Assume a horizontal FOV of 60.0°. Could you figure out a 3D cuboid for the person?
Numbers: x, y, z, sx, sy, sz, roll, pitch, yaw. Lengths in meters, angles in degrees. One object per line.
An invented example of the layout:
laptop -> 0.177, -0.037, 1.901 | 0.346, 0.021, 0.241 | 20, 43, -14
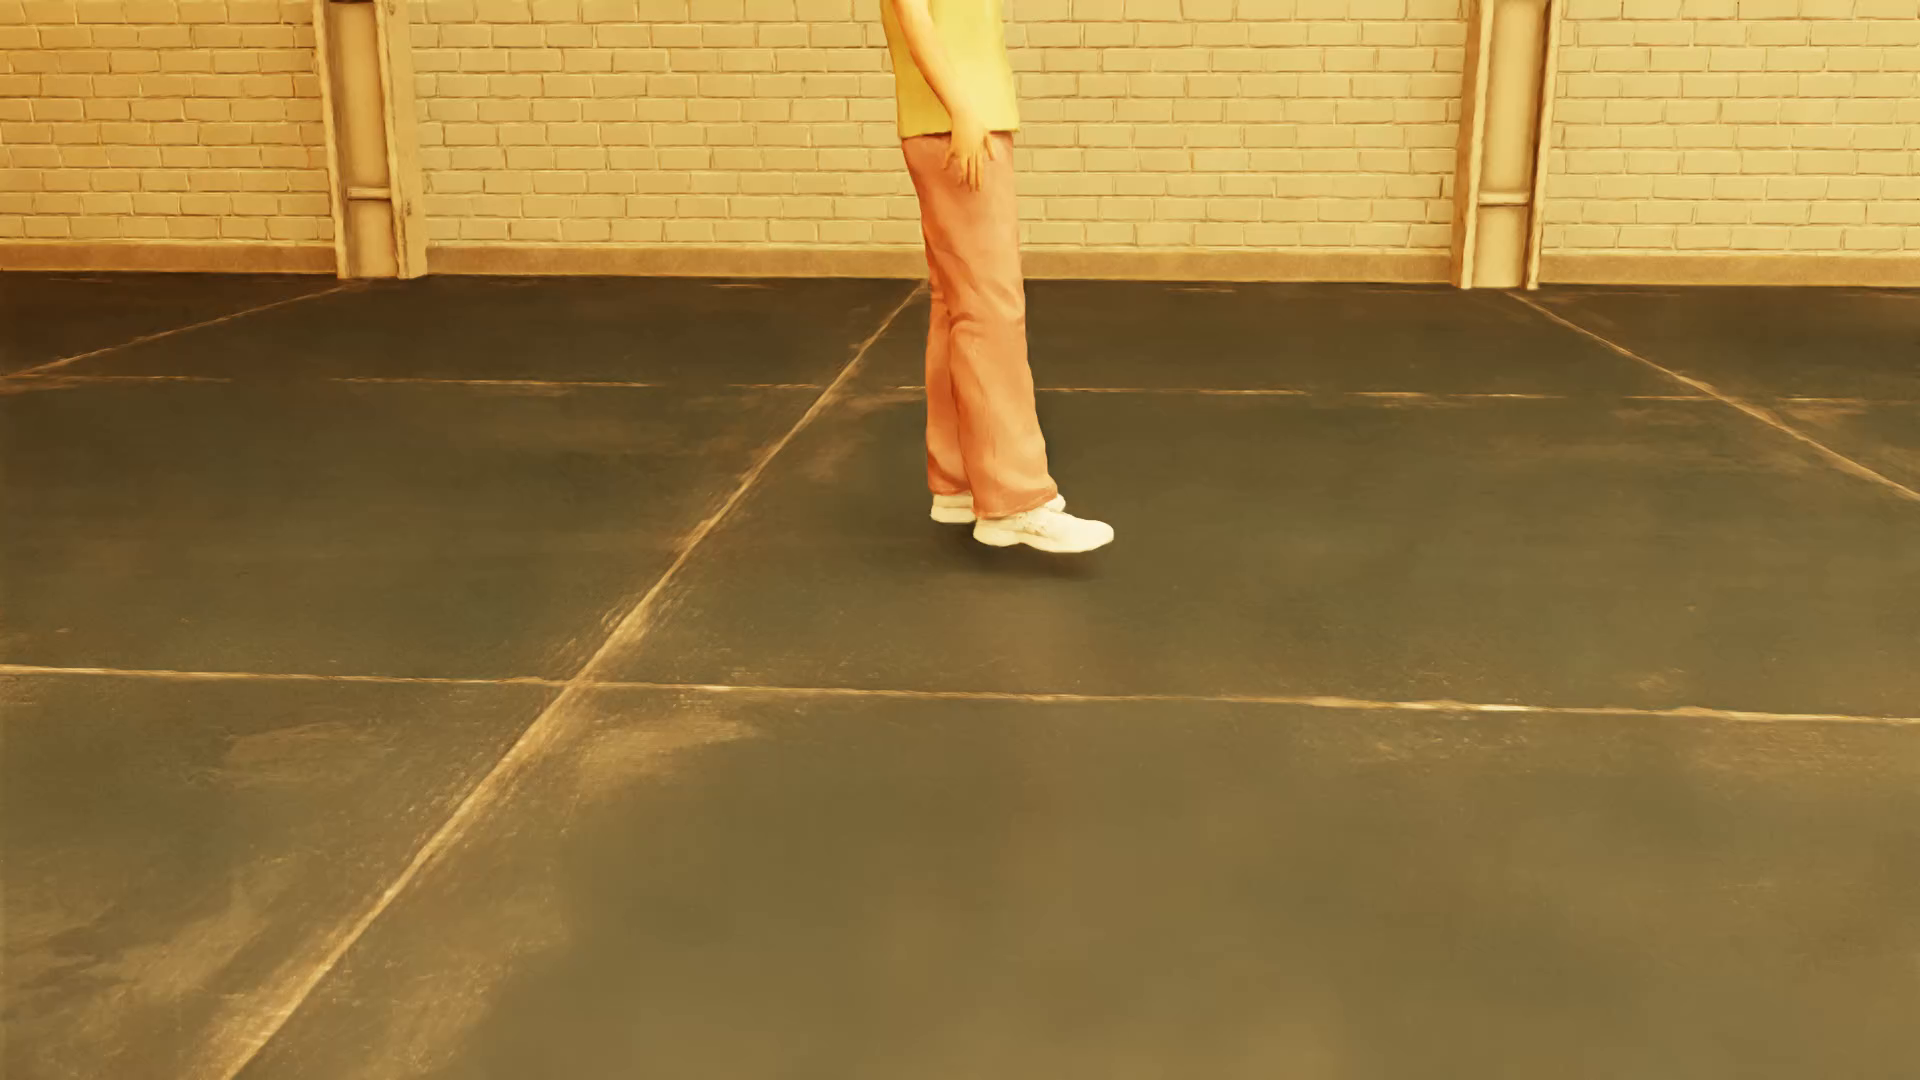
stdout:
person -> 0.072, -0.849, 3.566 | 0.549, 1.673, 0.554 | 1, 15, 4
